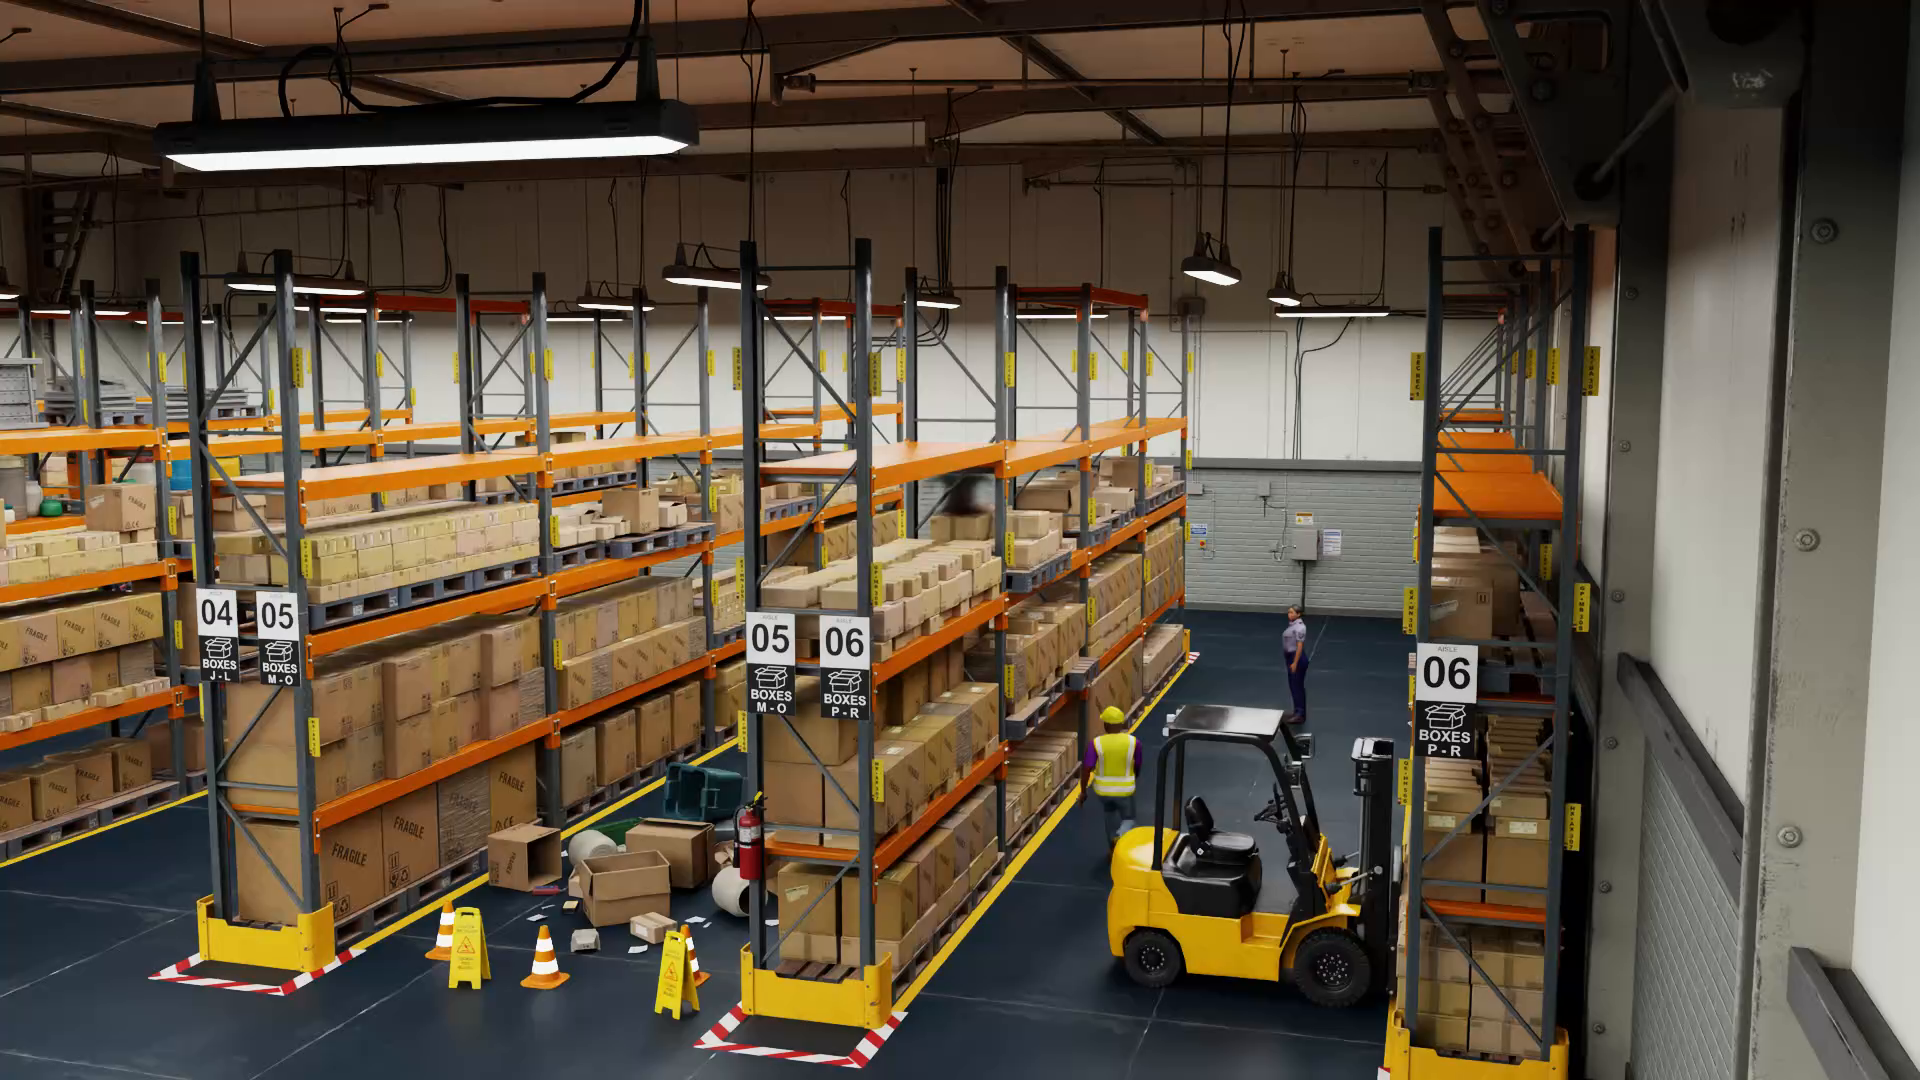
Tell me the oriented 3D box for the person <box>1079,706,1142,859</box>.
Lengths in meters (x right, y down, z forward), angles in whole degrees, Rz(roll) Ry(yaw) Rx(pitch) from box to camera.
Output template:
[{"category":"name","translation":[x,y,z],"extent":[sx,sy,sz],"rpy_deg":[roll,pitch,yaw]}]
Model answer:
[{"category":"person","translation":[1.536,2.470,16.875],"extent":[0.625,1.629,0.856],"rpy_deg":[1,7,10]}]

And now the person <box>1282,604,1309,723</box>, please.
[{"category":"person","translation":[4.720,1.727,23.417],"extent":[0.365,1.653,0.499],"rpy_deg":[1,6,7]}]
